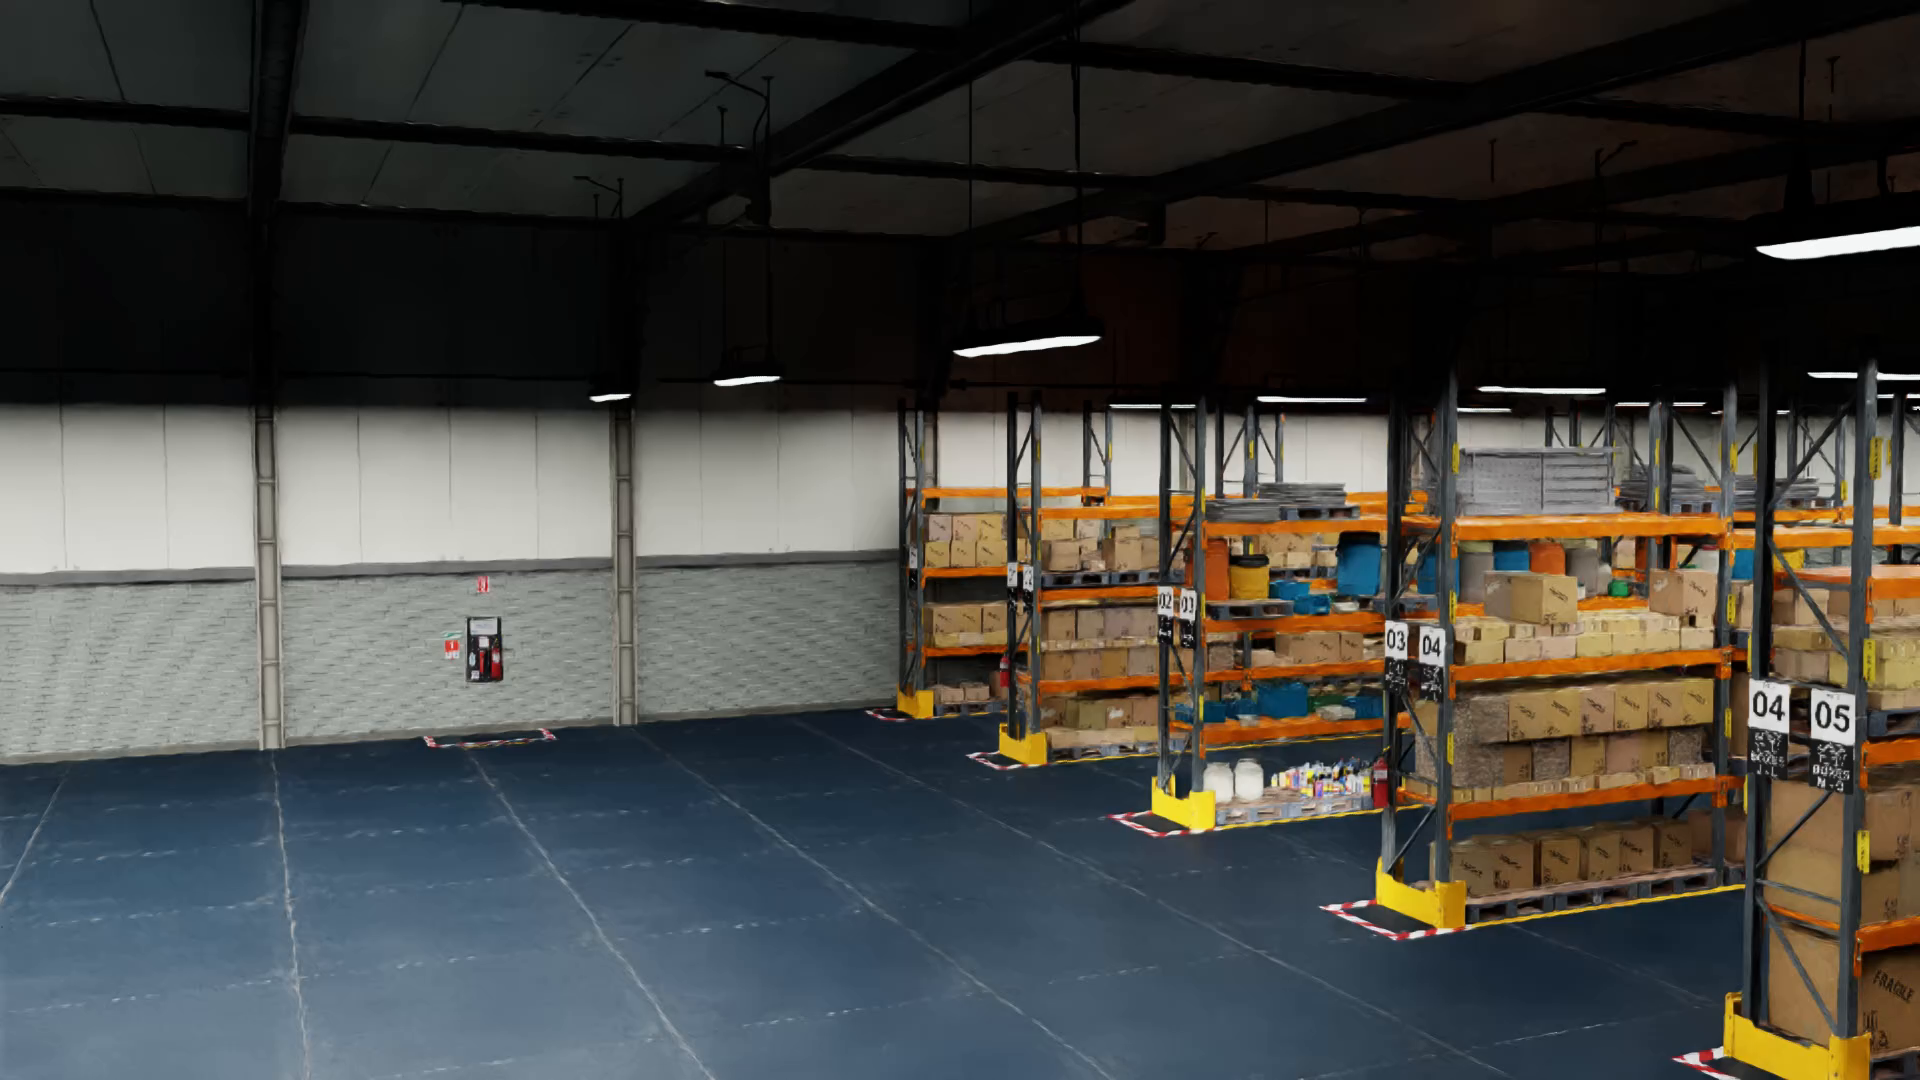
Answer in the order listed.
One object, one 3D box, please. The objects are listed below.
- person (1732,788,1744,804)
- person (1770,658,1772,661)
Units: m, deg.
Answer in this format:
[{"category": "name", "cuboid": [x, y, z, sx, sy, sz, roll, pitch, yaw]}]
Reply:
[{"category": "person", "cuboid": [10.479, 3.018, 22.295, 1.126, 1.645, 0.542, -1, 4, -21]}, {"category": "person", "cuboid": [15.040, 2.526, 31.319, 0.532, 1.625, 0.592, -2, 4, -26]}]
